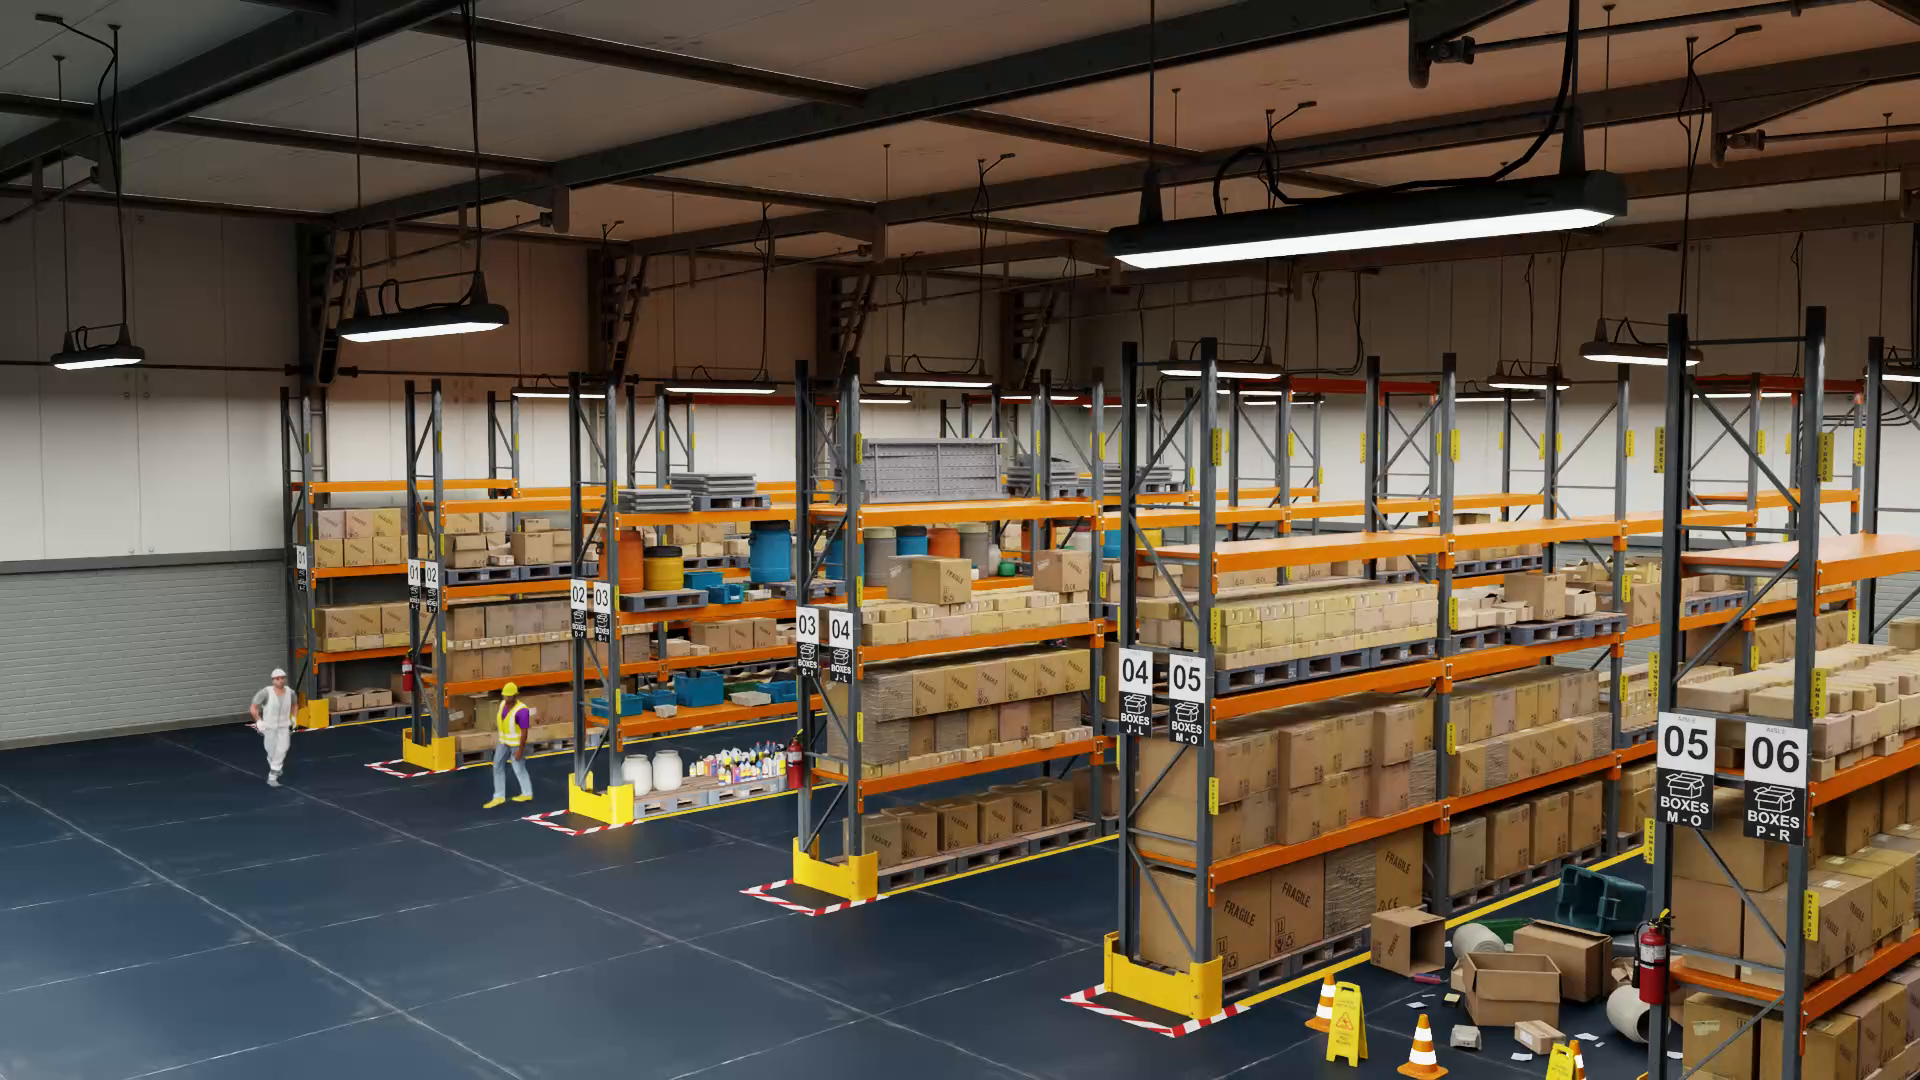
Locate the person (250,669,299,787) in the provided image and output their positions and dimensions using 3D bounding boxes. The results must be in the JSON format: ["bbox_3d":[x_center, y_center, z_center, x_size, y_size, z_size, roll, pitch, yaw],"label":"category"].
[{"bbox_3d":[-10.083,2.737,24.456,0.679,1.728,0.661,-2,4,-33],"label":"person"}]

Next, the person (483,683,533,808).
[{"bbox_3d":[-6.181,2.828,23.077,0.655,1.762,0.654,2,4,28],"label":"person"}]
